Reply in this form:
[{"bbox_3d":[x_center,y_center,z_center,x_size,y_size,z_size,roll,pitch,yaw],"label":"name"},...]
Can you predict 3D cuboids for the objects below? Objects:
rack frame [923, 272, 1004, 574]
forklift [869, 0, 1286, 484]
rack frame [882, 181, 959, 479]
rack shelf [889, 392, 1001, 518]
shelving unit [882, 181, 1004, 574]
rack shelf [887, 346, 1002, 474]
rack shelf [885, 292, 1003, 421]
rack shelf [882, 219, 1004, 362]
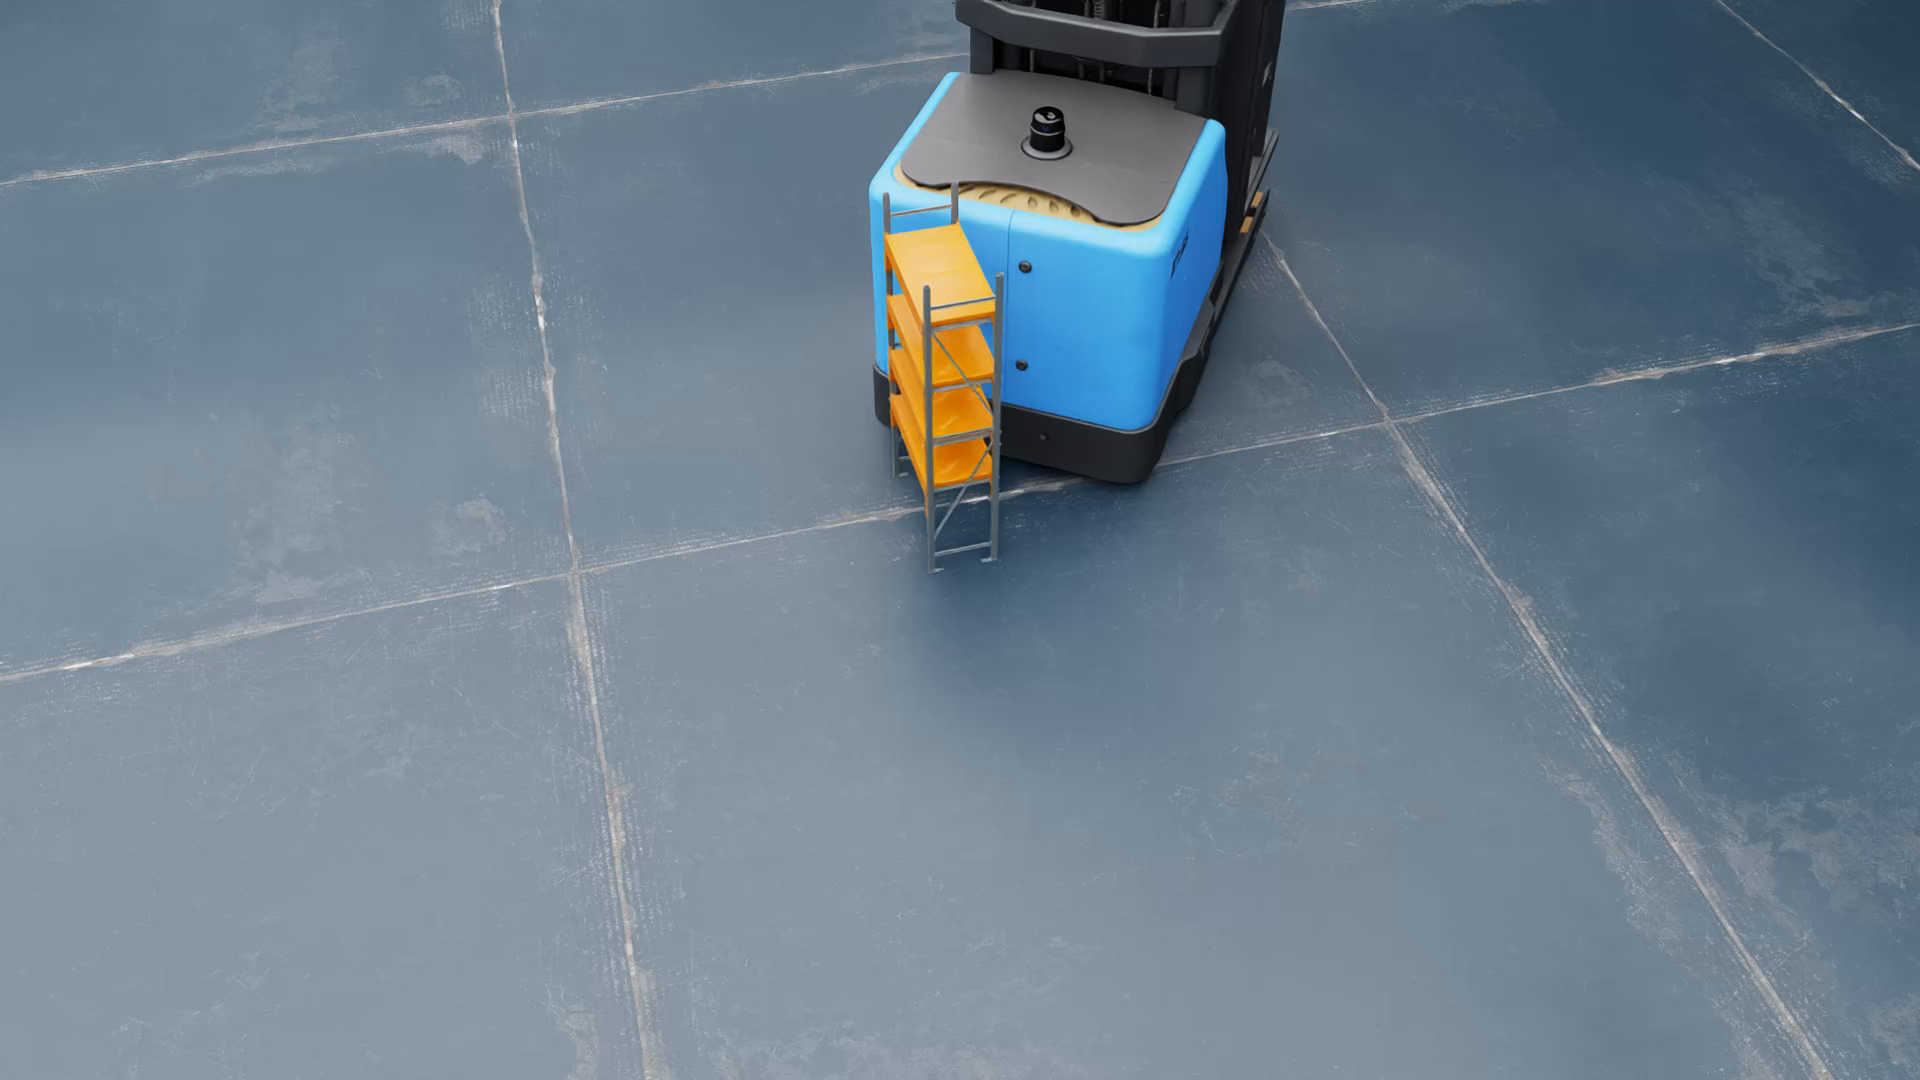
[{"bbox_3d":[0.010,-0.331,5.235,0.240,1.200,0.015,-11,47,-11],"label":"rack frame"},{"bbox_3d":[0.663,-2.295,5.947,1.130,2.935,3.031,14,47,14],"label":"forklift"},{"bbox_3d":[-0.122,-0.667,5.564,0.240,1.200,0.015,-11,47,-11],"label":"rack frame"},{"bbox_3d":[-0.056,-0.313,5.589,0.258,0.148,0.480,-11,47,-11],"label":"rack shelf"},{"bbox_3d":[-0.056,-0.499,5.399,0.258,1.200,0.503,-11,47,-11],"label":"shelving unit"},{"bbox_3d":[-0.056,-0.452,5.447,0.258,0.148,0.480,-11,47,-11],"label":"rack shelf"},{"bbox_3d":[-0.056,-0.609,5.287,0.258,0.148,0.480,-11,47,-11],"label":"rack shelf"},{"bbox_3d":[-0.056,-0.774,5.118,0.258,0.148,0.480,-11,47,-11],"label":"rack shelf"}]
